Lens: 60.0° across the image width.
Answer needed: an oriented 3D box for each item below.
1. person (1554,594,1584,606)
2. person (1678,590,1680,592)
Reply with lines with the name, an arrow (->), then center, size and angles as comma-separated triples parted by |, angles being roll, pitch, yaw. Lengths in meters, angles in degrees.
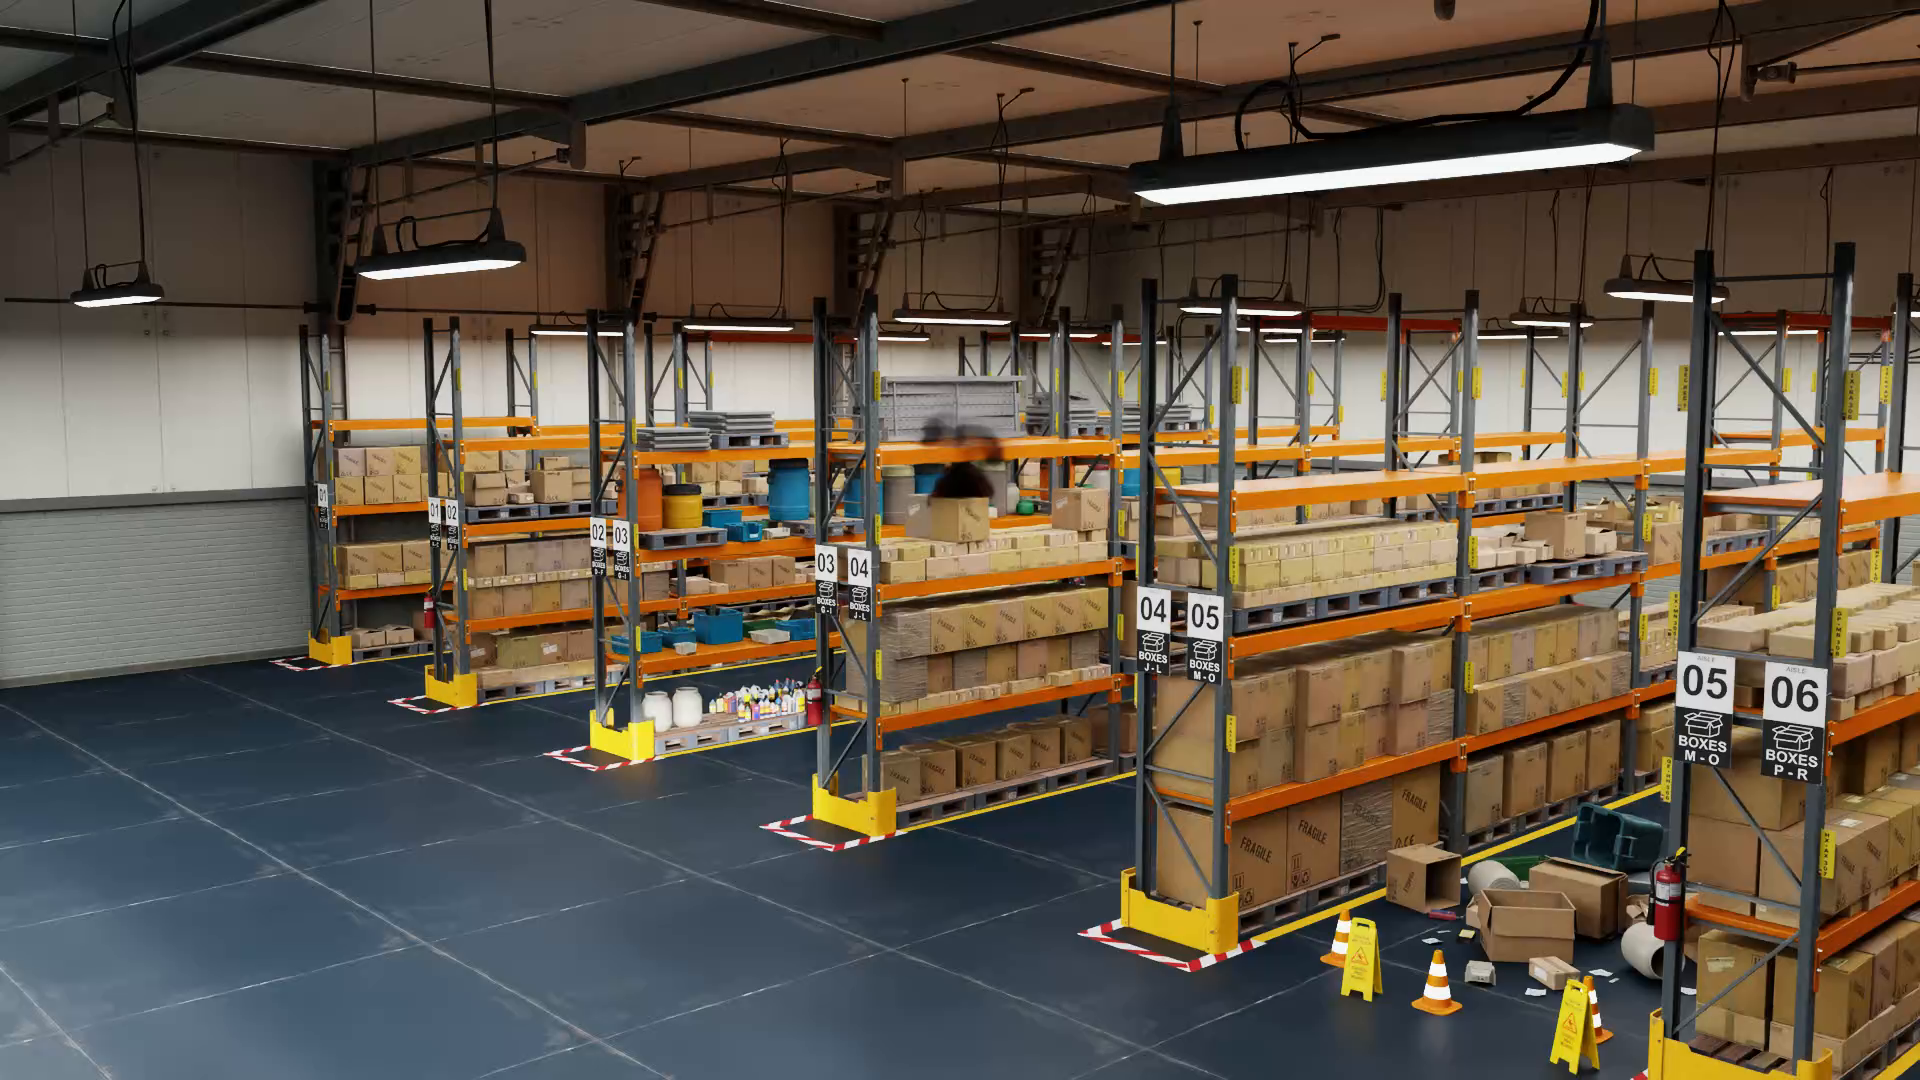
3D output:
person -> 9.712, 1.637, 26.629 | 0.646, 1.740, 0.661 | 5, 8, 41
person -> 11.496, 1.615, 26.278 | 0.897, 1.806, 0.669 | -5, 8, -40
